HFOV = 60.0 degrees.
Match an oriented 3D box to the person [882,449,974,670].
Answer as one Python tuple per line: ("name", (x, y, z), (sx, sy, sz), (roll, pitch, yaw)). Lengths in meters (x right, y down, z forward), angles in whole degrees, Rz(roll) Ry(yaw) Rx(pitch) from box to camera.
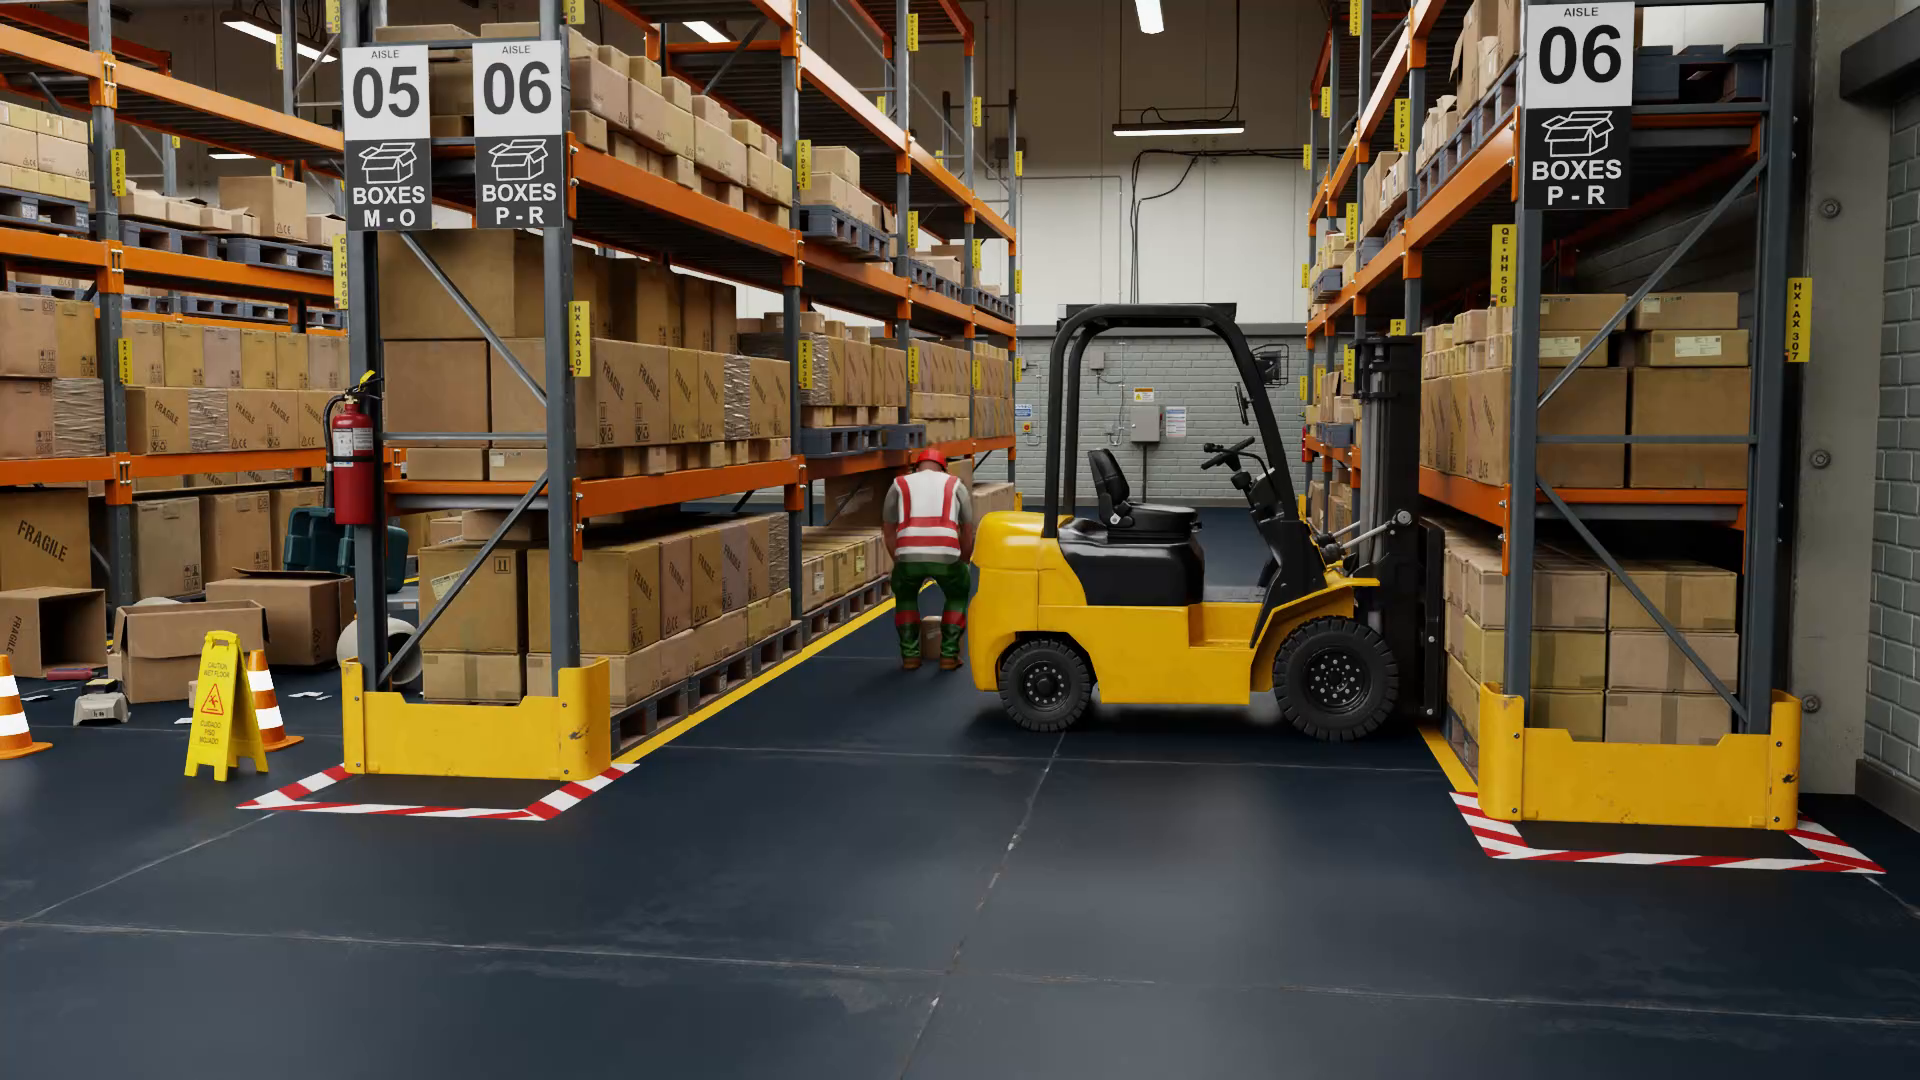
("person", (-0.216, 0.114, 10.601), (0.584, 1.381, 0.782), (1, 4, 7))
